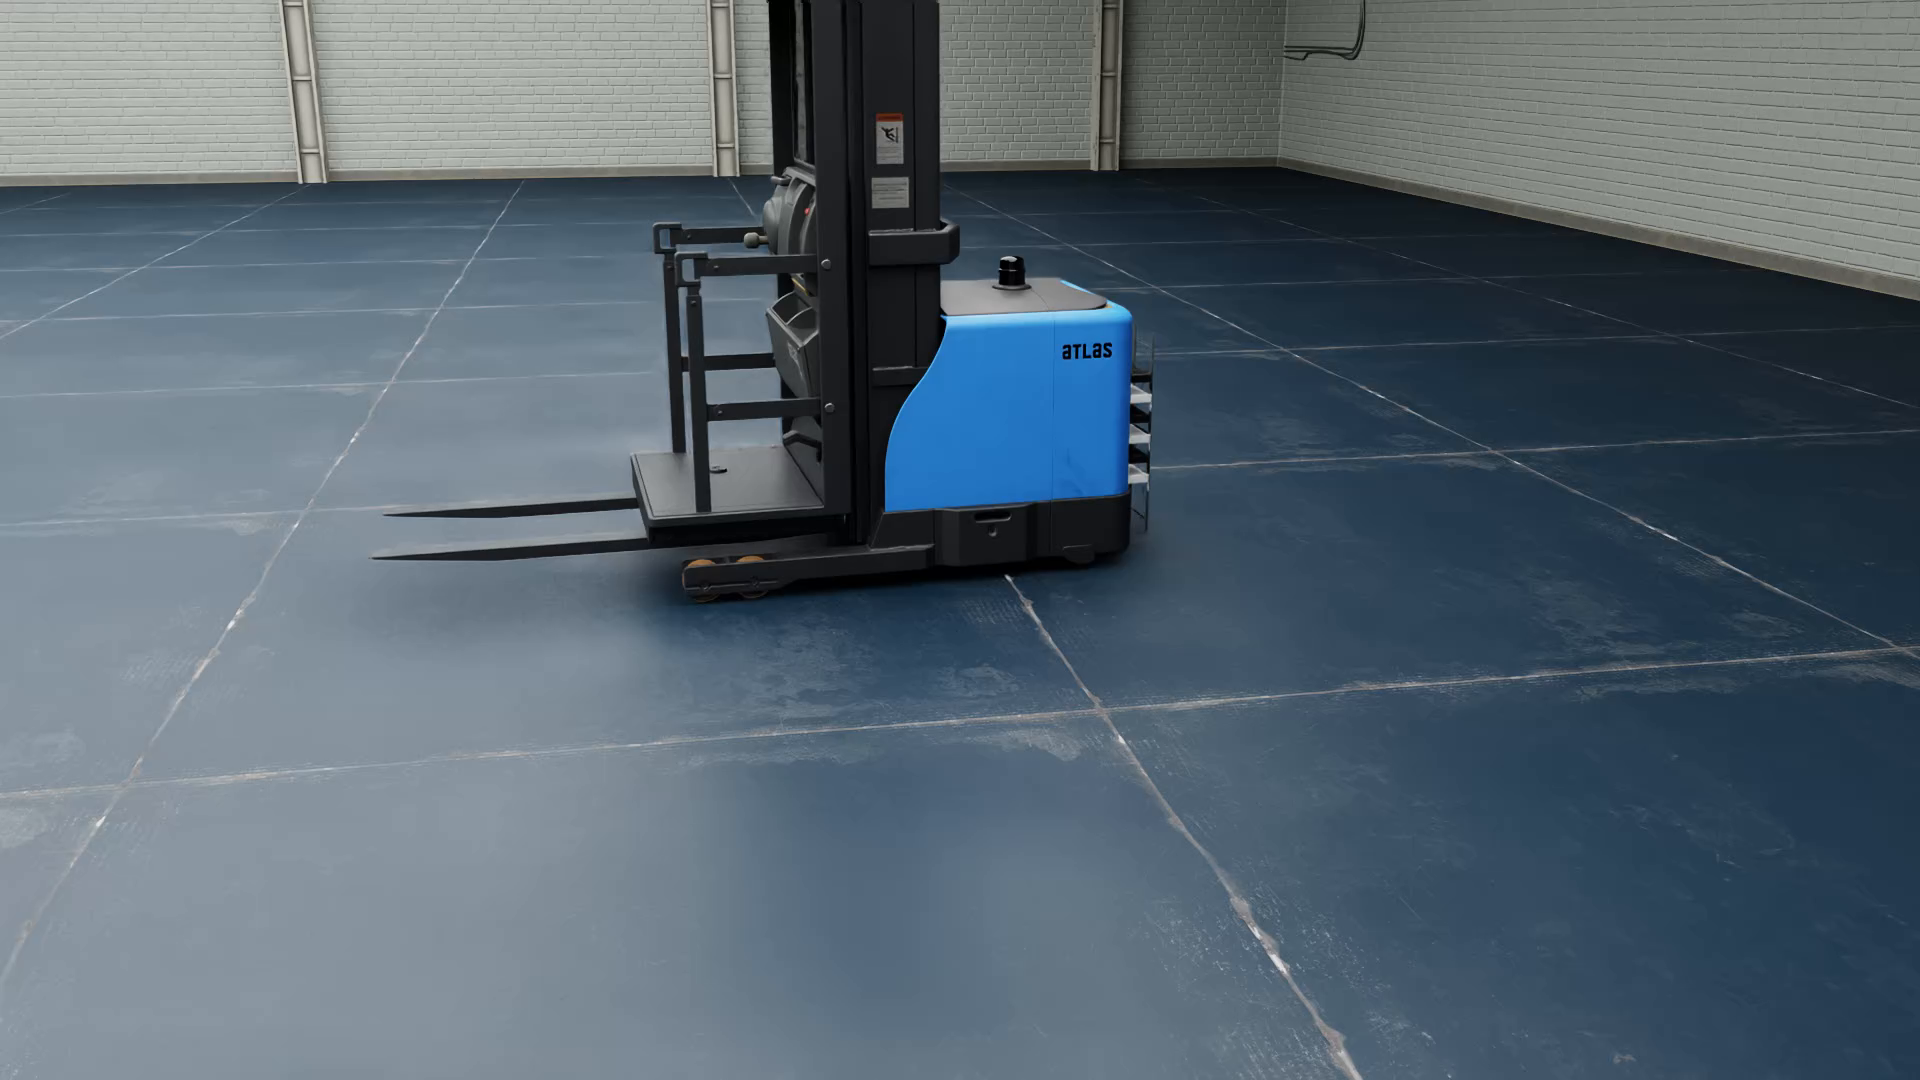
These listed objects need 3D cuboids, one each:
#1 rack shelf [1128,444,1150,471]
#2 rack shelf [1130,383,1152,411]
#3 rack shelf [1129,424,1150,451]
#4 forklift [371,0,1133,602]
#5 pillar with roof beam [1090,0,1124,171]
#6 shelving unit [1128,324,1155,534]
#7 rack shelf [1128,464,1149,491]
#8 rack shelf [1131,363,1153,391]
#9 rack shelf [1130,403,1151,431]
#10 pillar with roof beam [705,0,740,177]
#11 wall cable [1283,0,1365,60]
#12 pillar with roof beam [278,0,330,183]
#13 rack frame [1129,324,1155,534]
[{"bbox_3d":[0.704,-0.367,7.395,0.200,0.077,0.258,-4,18,-14],"label":"rack shelf"},{"bbox_3d":[0.704,-0.625,7.316,0.200,0.077,0.258,-4,18,-14],"label":"rack shelf"},{"bbox_3d":[0.704,-0.453,7.369,0.200,0.077,0.258,-4,18,-14],"label":"rack shelf"},{"bbox_3d":[-0.862,-1.328,6.643,3.031,2.935,1.130,-4,18,-14],"label":"forklift"},{"bbox_3d":[3.126,-8.980,21.222,0.400,9.000,9.100,-3,17,-10],"label":"pillar with roof beam"},{"bbox_3d":[0.704,-0.485,7.359,0.210,0.900,0.258,-4,18,-14],"label":"shelving unit"},{"bbox_3d":[0.704,-0.281,7.421,0.200,0.077,0.258,-4,18,-14],"label":"rack shelf"},{"bbox_3d":[0.704,-0.711,7.289,0.200,0.077,0.258,-4,18,-14],"label":"rack shelf"},{"bbox_3d":[0.704,-0.539,7.342,0.200,0.077,0.258,-4,18,-14],"label":"rack shelf"},{"bbox_3d":[-2.765,-8.646,20.134,0.400,9.000,9.100,-3,17,-10],"label":"pillar with roof beam"},{"bbox_3d":[5.452,-8.520,25.012,0.112,2.526,3.097,-3,17,-10],"label":"wall cable"},{"bbox_3d":[-8.656,-8.312,19.046,0.400,9.000,9.100,-3,17,-10],"label":"pillar with roof beam"},{"bbox_3d":[0.803,-0.493,7.383,0.006,0.900,0.240,-4,18,-14],"label":"rack frame"}]
